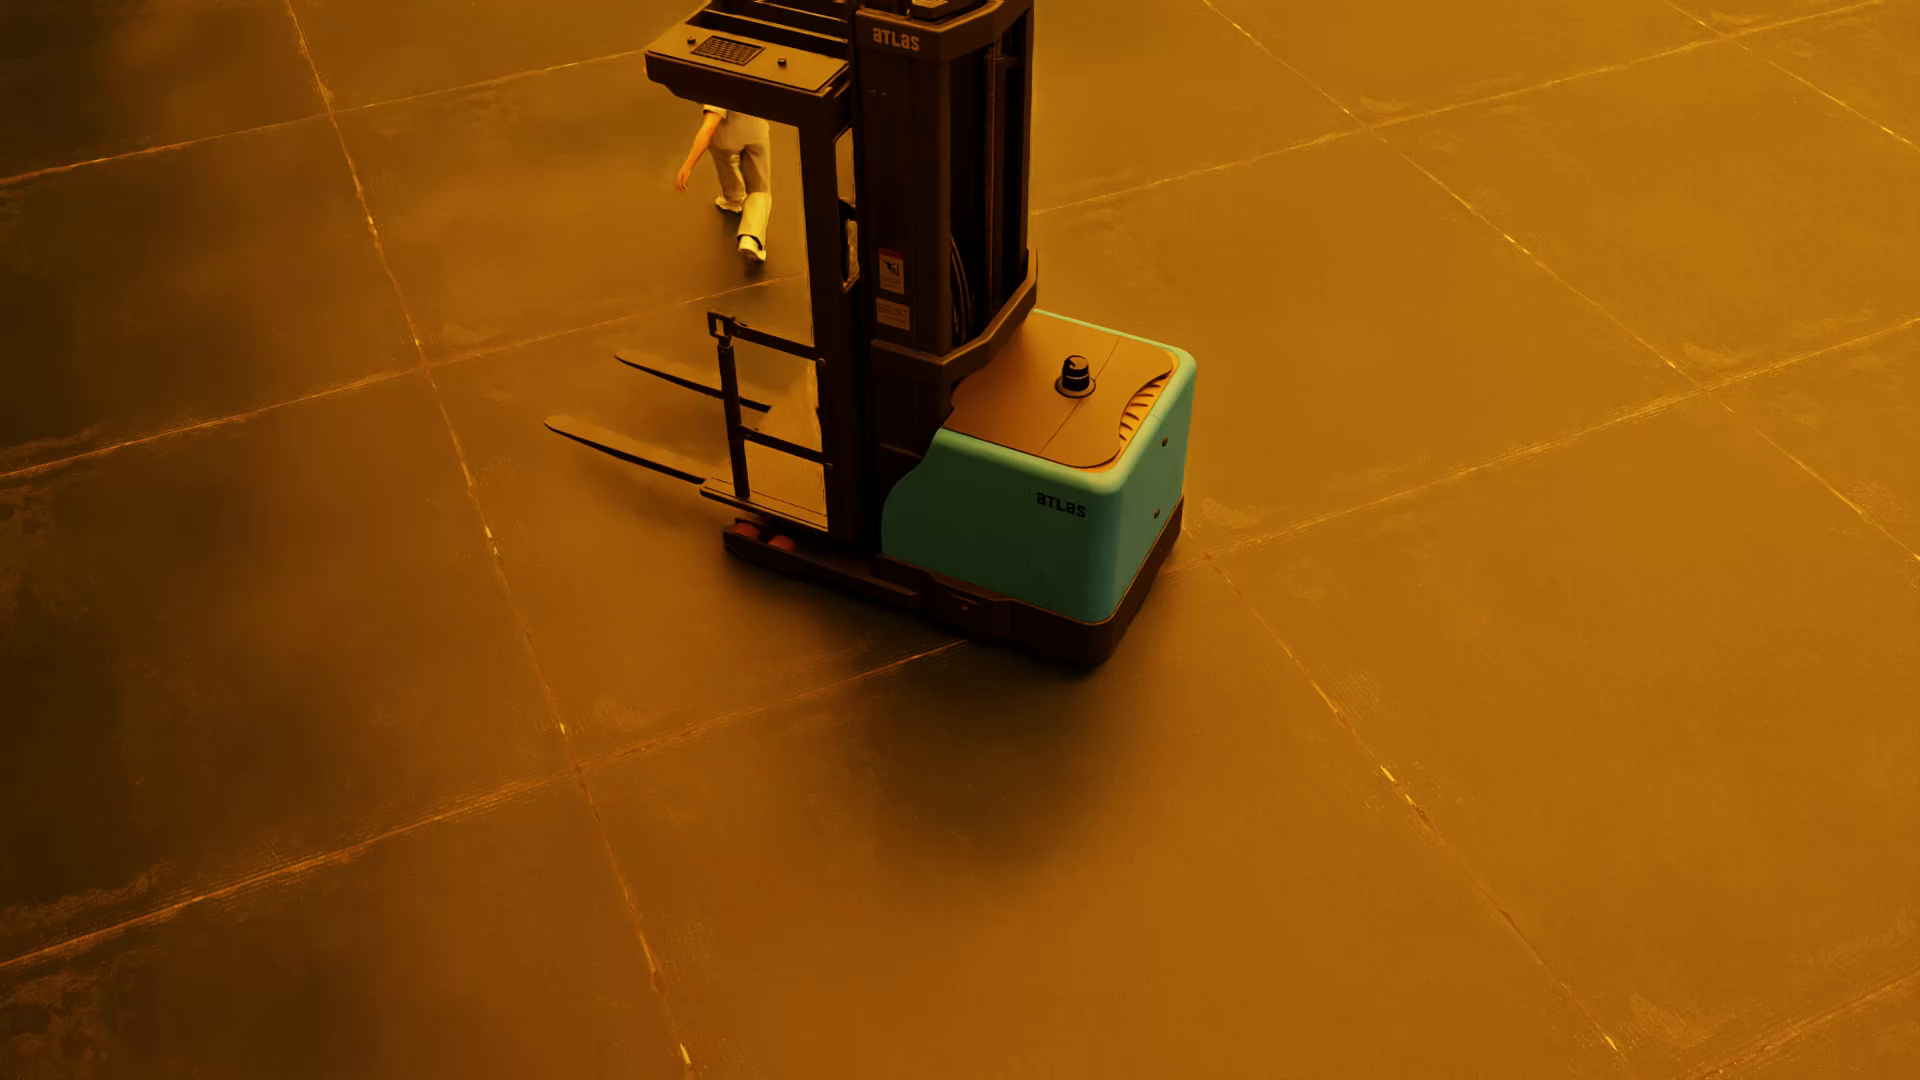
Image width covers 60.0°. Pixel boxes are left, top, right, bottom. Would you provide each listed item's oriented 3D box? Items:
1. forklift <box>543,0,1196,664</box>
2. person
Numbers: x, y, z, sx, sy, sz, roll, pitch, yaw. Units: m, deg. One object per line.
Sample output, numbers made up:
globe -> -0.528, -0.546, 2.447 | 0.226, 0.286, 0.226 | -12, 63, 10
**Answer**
forklift -> -0.529, -1.234, 7.003 | 3.031, 2.935, 1.130 | 18, 46, 19
person -> -1.368, -2.243, 9.239 | 0.684, 1.441, 0.947 | -20, 47, -20
